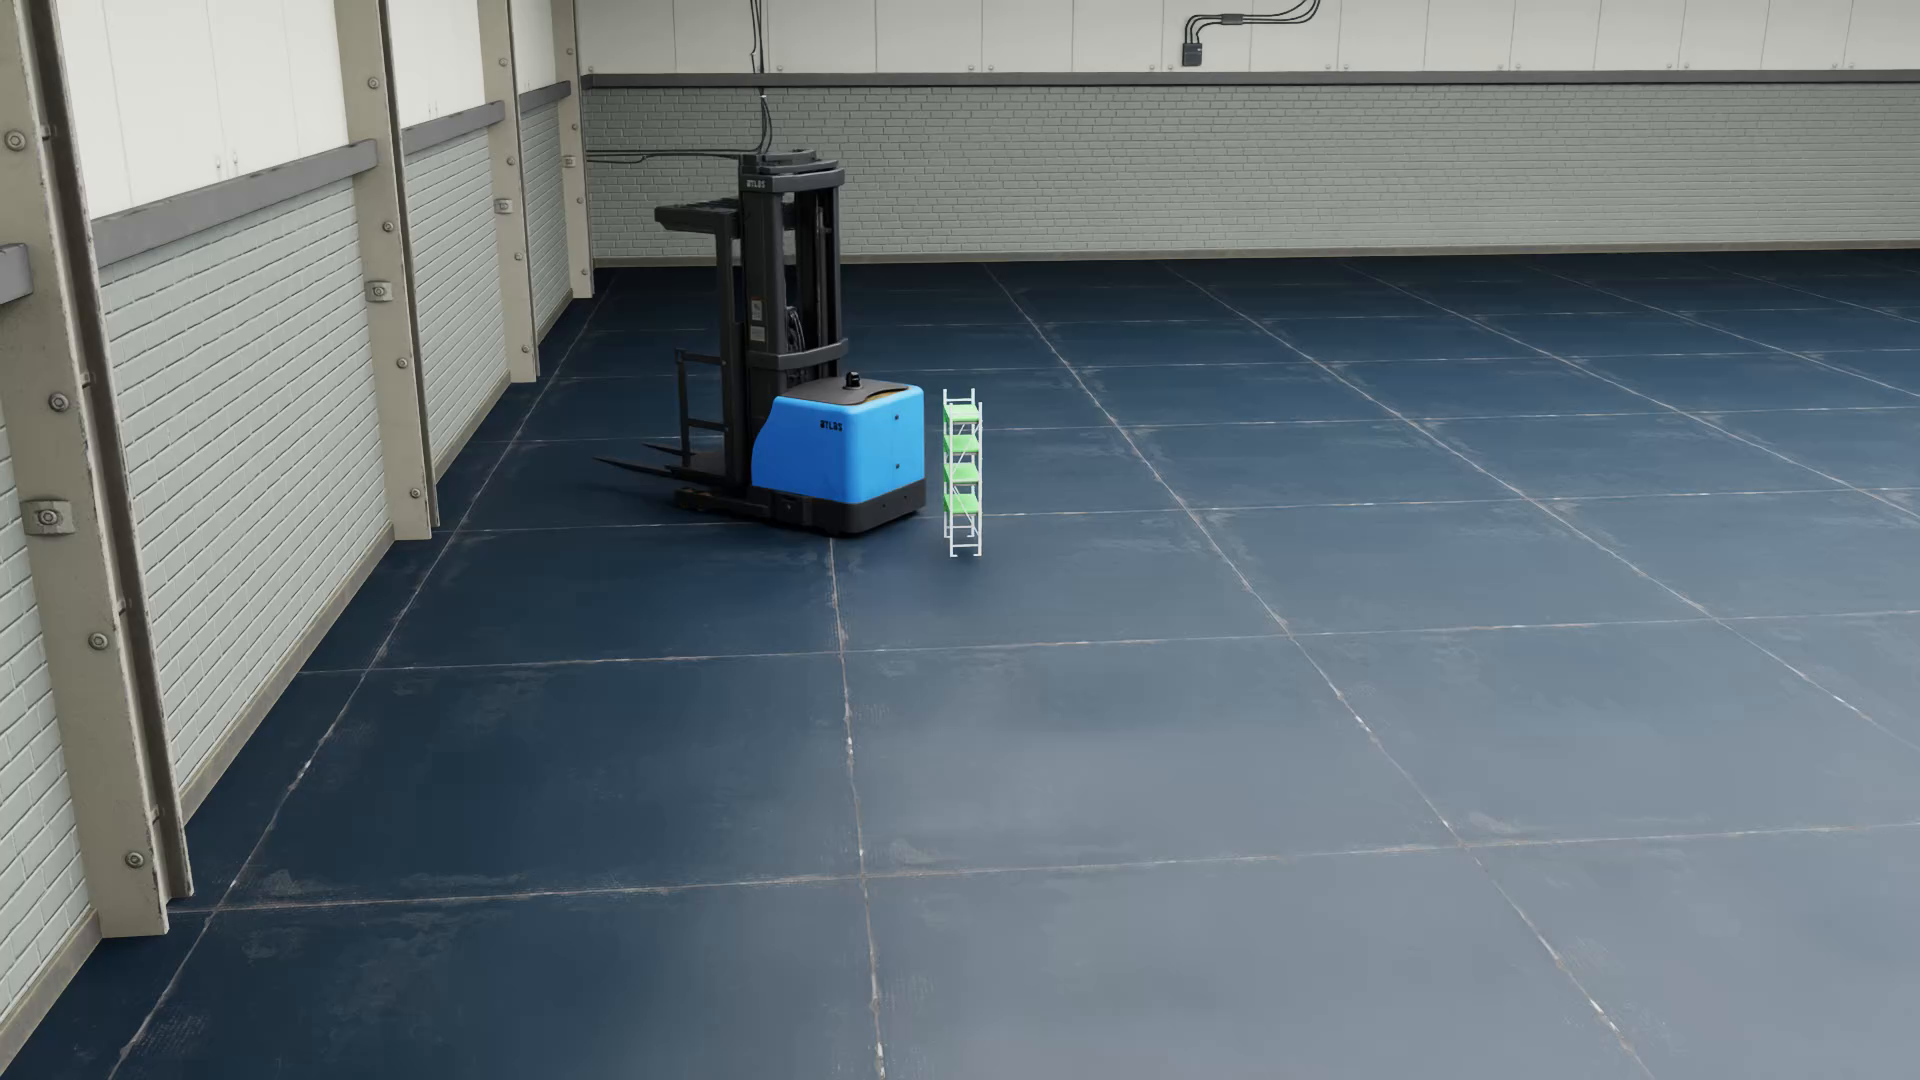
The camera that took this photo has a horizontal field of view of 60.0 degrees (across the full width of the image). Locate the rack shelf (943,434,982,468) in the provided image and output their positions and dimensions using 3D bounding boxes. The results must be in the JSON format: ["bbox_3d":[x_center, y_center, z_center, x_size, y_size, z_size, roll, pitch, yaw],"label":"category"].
[{"bbox_3d":[0.017,-0.691,12.788,0.258,0.148,0.480,-2,18,-6],"label":"rack shelf"}]

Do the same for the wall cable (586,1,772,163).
[{"bbox_3d":[-4.606,-7.367,26.803,3.097,2.526,0.112,-2,18,-6],"label":"wall cable"}]

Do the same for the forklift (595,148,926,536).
[{"bbox_3d":[-1.797,-1.750,13.859,3.031,2.935,1.130,11,21,31],"label":"forklift"}]

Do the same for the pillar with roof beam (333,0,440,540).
[{"bbox_3d":[-0.098,-4.488,12.448,9.100,9.000,0.400,-2,18,-6],"label":"pillar with roof beam"}]

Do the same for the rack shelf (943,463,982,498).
[{"bbox_3d":[0.017,-0.462,12.859,0.258,0.148,0.480,-2,18,-6],"label":"rack shelf"}]

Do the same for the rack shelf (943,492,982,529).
[{"bbox_3d":[0.017,-0.233,12.931,0.258,0.148,0.480,-2,18,-6],"label":"rack shelf"}]

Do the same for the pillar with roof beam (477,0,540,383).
[{"bbox_3d":[-0.716,-6.275,18.142,9.100,9.000,0.400,-2,18,-6],"label":"pillar with roof beam"}]

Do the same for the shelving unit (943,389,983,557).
[{"bbox_3d":[0.017,-0.523,12.840,0.258,1.200,0.503,-2,18,-6],"label":"shelving unit"}]

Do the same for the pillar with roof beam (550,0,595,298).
[{"bbox_3d":[-1.335,-8.063,23.836,9.100,9.000,0.400,-2,18,-6],"label":"pillar with roof beam"}]

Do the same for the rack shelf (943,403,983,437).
[{"bbox_3d":[0.017,-0.920,12.716,0.258,0.148,0.480,-2,18,-6],"label":"rack shelf"}]

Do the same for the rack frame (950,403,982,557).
[{"bbox_3d":[0.042,-0.450,12.609,0.240,1.200,0.015,-2,18,-6],"label":"rack frame"}]

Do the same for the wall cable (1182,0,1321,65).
[{"bbox_3d":[4.839,-10.760,26.748,2.305,6.003,0.169,-2,18,-6],"label":"wall cable"}]

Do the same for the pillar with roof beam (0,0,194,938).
[{"bbox_3d":[0.521,-2.700,6.754,9.100,9.000,0.400,-2,18,-6],"label":"pillar with roof beam"}]

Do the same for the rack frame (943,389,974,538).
[{"bbox_3d":[-0.008,-0.596,13.072,0.240,1.200,0.015,-2,18,-6],"label":"rack frame"}]
